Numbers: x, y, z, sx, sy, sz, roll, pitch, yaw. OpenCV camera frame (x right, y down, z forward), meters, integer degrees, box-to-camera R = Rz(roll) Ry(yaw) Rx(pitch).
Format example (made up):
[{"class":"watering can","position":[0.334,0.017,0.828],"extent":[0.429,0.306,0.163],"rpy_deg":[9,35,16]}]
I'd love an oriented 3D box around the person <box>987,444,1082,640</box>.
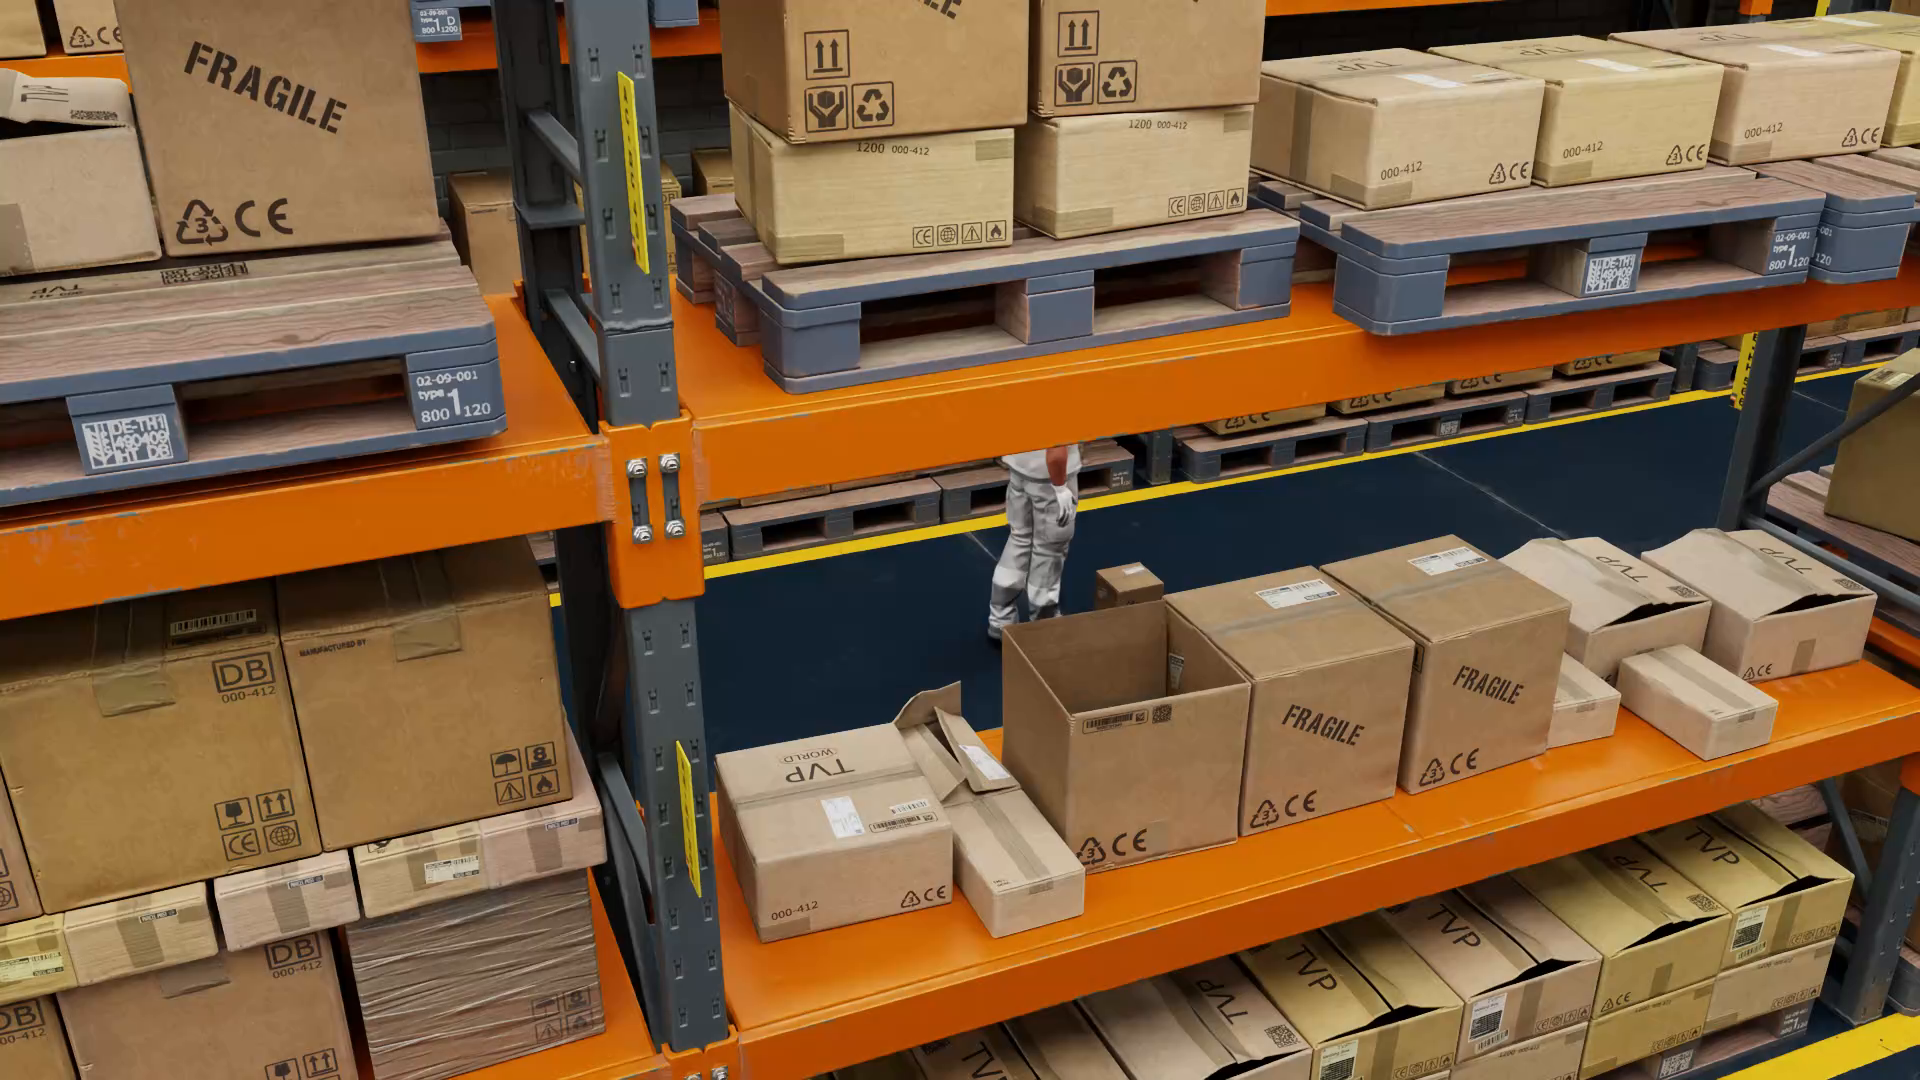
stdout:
[{"class":"person","position":[0.378,-0.326,7.737],"extent":[0.463,1.794,0.590],"rpy_deg":[-14,29,-27]}]
